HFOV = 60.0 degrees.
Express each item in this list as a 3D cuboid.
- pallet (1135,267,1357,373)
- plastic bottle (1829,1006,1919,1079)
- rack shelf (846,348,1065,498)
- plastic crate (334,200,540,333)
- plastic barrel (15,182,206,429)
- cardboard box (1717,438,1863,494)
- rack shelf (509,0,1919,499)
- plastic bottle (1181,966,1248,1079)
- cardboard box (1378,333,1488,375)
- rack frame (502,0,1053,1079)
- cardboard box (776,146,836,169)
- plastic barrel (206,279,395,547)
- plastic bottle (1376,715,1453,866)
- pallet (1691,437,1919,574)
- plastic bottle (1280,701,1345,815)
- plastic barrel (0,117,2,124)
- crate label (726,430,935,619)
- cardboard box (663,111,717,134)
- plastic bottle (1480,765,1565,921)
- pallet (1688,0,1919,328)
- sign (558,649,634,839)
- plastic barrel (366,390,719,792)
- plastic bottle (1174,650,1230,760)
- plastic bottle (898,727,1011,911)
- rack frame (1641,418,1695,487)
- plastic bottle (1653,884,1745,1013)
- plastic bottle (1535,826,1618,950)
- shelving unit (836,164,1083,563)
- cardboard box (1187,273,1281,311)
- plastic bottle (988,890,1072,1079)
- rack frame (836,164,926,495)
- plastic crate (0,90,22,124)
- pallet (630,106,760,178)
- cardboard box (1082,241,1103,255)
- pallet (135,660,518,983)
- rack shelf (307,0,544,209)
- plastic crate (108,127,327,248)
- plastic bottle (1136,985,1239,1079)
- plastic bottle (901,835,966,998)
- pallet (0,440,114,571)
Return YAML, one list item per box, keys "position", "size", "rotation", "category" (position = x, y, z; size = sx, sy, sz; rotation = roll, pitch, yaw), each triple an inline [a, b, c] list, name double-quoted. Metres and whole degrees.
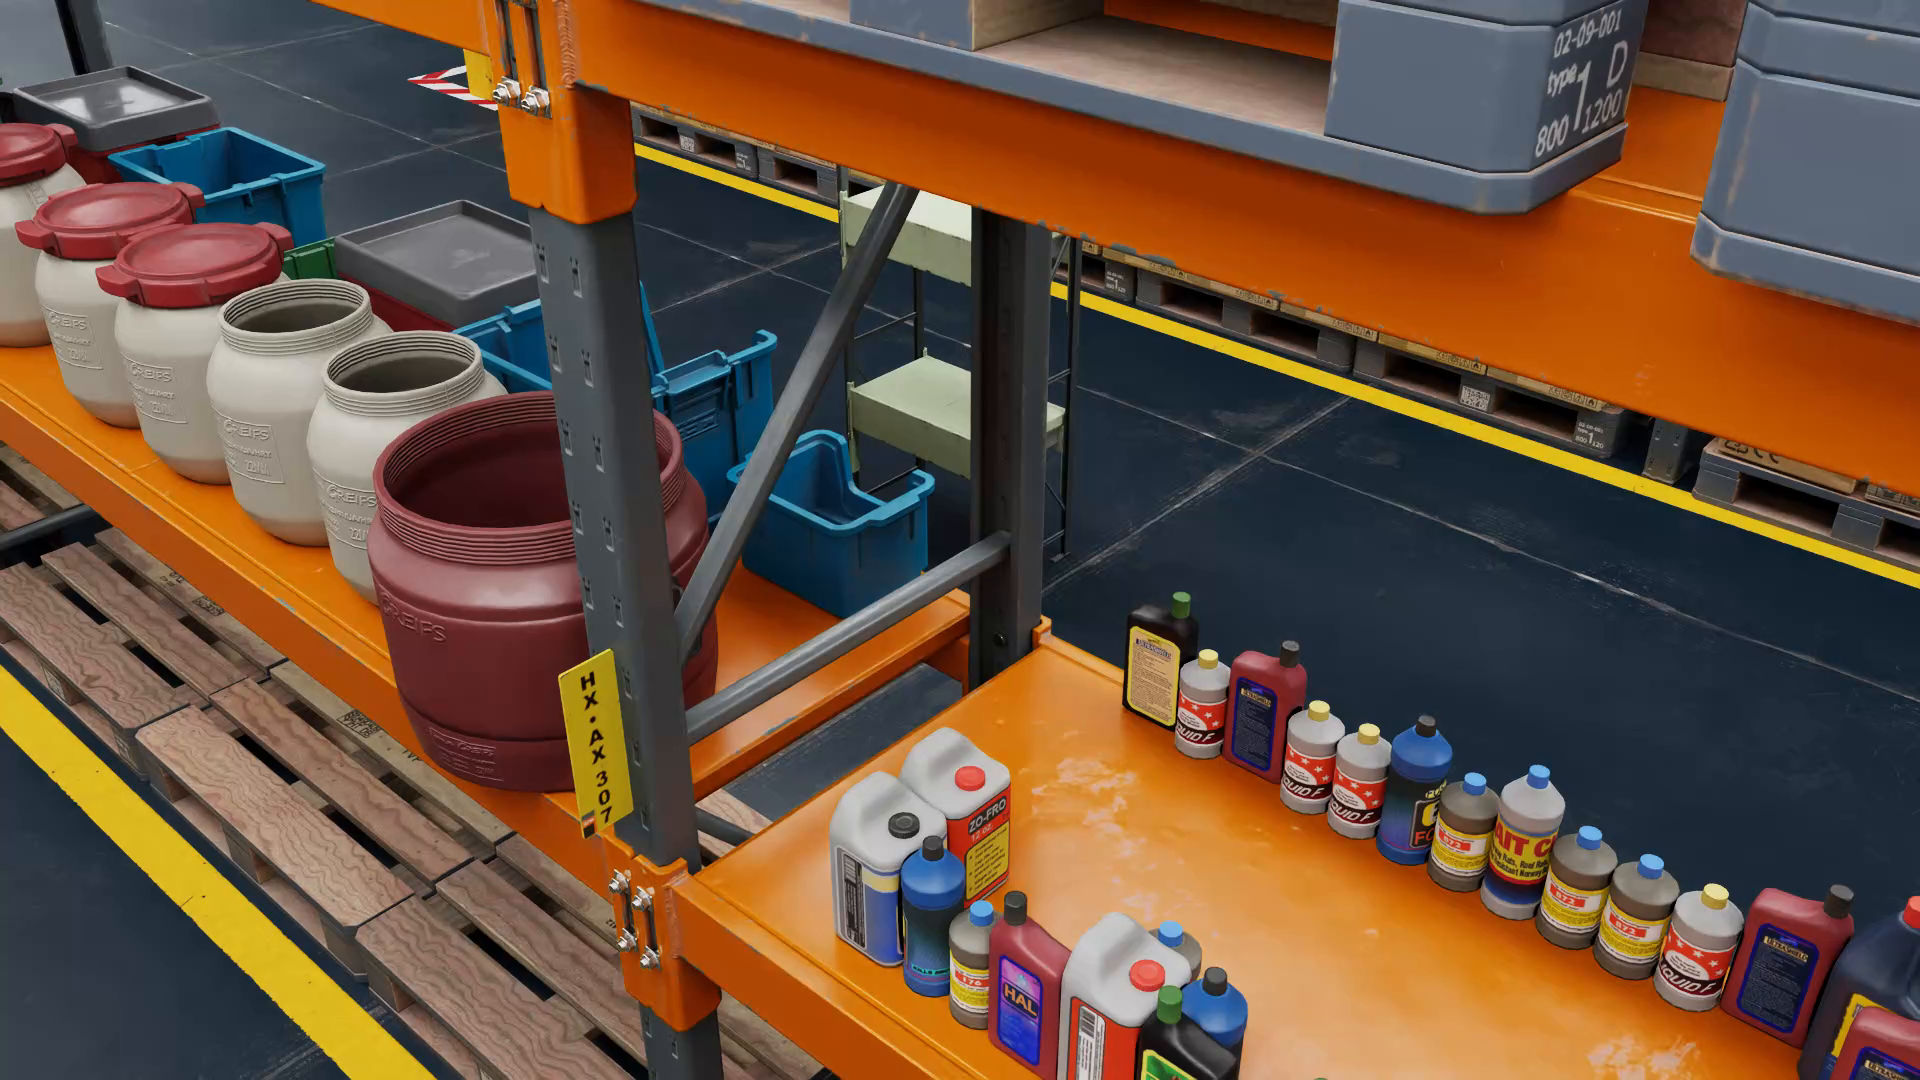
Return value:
- position: [1.630, -1.236, 8.099]
  size: [1.213, 0.211, 1.003]
  rotation: [25, 39, 35]
  category: "pallet"
- position: [1.262, 0.726, 2.249]
  size: [0.133, 0.283, 0.061]
  rotation: [25, 39, 35]
  category: "plastic bottle"
- position: [-0.005, -0.366, 6.035]
  size: [0.720, 0.370, 0.431]
  rotation: [25, 39, 35]
  category: "rack shelf"
- position: [-1.204, -0.519, 4.142]
  size: [0.583, 0.464, 0.402]
  rotation: [25, 39, 35]
  category: "plastic crate"
- position: [-2.071, -0.589, 4.189]
  size: [0.433, 0.535, 0.433]
  rotation: [0, 31, 0]
  category: "plastic barrel"
- position: [3.261, -0.559, 6.268]
  size: [0.500, 0.500, 0.500]
  rotation: [27, 40, 37]
  category: "cardboard box"
- position: [1.271, -0.100, 1.298]
  size: [4.000, 0.370, 1.077]
  rotation: [25, 39, 35]
  category: "rack shelf"
- position: [0.344, 0.700, 2.303]
  size: [0.097, 0.271, 0.097]
  rotation: [0, 31, 0]
  category: "plastic bottle"
- position: [2.177, -0.976, 7.222]
  size: [0.500, 0.250, 0.500]
  rotation: [25, 39, 35]
  category: "cardboard box"
- position: [-0.212, 0.184, 3.036]
  size: [0.127, 3.000, 1.000]
  rotation: [25, 39, 35]
  category: "rack frame"
- position: [-0.705, -2.349, 9.502]
  size: [0.500, 0.250, 0.500]
  rotation: [25, 39, 35]
  category: "cardboard box"
- position: [-1.430, -0.284, 3.705]
  size: [0.421, 0.512, 0.421]
  rotation: [0, 31, 0]
  category: "plastic barrel"
- position: [0.763, 0.410, 2.785]
  size: [0.097, 0.271, 0.097]
  rotation: [0, 31, 0]
  category: "plastic bottle"
- position: [3.643, -0.241, 6.446]
  size: [1.213, 0.211, 1.003]
  rotation: [25, 39, 35]
  category: "pallet"
- position: [0.619, 0.373, 2.915]
  size: [0.097, 0.201, 0.097]
  rotation: [0, 31, 0]
  category: "plastic bottle"
- position: [-3.094, -1.165, 4.791]
  size: [0.708, 0.901, 0.600]
  rotation: [25, 39, 35]
  category: "plastic barrel"
- position: [-0.273, -0.033, 3.559]
  size: [0.416, 0.233, 0.303]
  rotation: [25, 39, 35]
  category: "crate label"
- position: [-1.457, -2.689, 10.067]
  size: [0.500, 0.250, 0.500]
  rotation: [25, 39, 35]
  category: "cardboard box"
- position: [0.908, 0.478, 2.673]
  size: [0.097, 0.271, 0.097]
  rotation: [0, 31, 0]
  category: "plastic bottle"
- position: [1.264, -0.261, 1.050]
  size: [1.213, 0.211, 1.003]
  rotation: [25, 39, 35]
  category: "pallet"
- position: [-0.576, 0.327, 2.640]
  size: [0.005, 0.325, 0.100]
  rotation: [25, 39, 35]
  category: "sign"
- position: [-0.759, 0.081, 3.075]
  size: [0.708, 0.536, 0.600]
  rotation: [25, 39, 35]
  category: "plastic barrel"
- position: [0.448, 0.293, 3.047]
  size: [0.097, 0.201, 0.097]
  rotation: [0, 31, 0]
  category: "plastic bottle"
- position: [-0.006, 0.453, 2.710]
  size: [0.135, 0.276, 0.152]
  rotation: [25, 39, 35]
  category: "plastic bottle"
- position: [3.115, -1.709, 6.180]
  size: [0.127, 3.000, 1.000]
  rotation: [25, 39, 35]
  category: "rack frame"
- position: [1.124, 0.609, 2.523]
  size: [0.097, 0.201, 0.097]
  rotation: [0, 31, 0]
  category: "plastic bottle"
- position: [0.980, 0.541, 2.635]
  size: [0.097, 0.201, 0.097]
  rotation: [0, 31, 0]
  category: "plastic bottle"
- position: [-0.005, -0.645, 5.867]
  size: [0.755, 1.500, 0.431]
  rotation: [25, 39, 35]
  category: "shelving unit"
- position: [1.423, -1.329, 7.807]
  size: [0.500, 0.250, 0.500]
  rotation: [26, 40, 36]
  category: "cardboard box"
- position: [0.105, 0.639, 2.394]
  size: [0.133, 0.283, 0.061]
  rotation: [25, 39, 35]
  category: "plastic bottle"
- position: [-0.276, -0.772, 6.077]
  size: [0.023, 1.500, 0.400]
  rotation: [25, 39, 35]
  category: "rack frame"
- position: [-3.480, -1.403, 5.733]
  size: [0.504, 0.338, 0.767]
  rotation: [25, 39, 35]
  category: "plastic crate"
- position: [-1.321, -2.612, 10.384]
  size: [1.213, 0.211, 1.003]
  rotation: [25, 39, 35]
  category: "pallet"
- position: [0.660, -1.683, 8.396]
  size: [0.500, 0.250, 0.500]
  rotation: [26, 40, 36]
  category: "cardboard box"
- position: [-1.660, 0.674, 4.926]
  size: [1.213, 0.211, 1.003]
  rotation: [25, 39, 35]
  category: "pallet"
- position: [-1.695, -1.485, 3.597]
  size: [4.000, 0.370, 1.077]
  rotation: [25, 39, 35]
  category: "rack shelf"
- position: [-2.151, -0.930, 4.903]
  size: [0.575, 0.384, 0.392]
  rotation: [25, 39, 35]
  category: "plastic crate"
- position: [0.304, 0.732, 2.240]
  size: [0.133, 0.283, 0.061]
  rotation: [25, 39, 35]
  category: "plastic bottle"
- position: [-0.040, 0.563, 2.531]
  size: [0.097, 0.271, 0.097]
  rotation: [0, 31, 0]
  category: "plastic bottle"
- position: [-3.647, -0.254, 6.467]
  size: [1.213, 0.211, 1.003]
  rotation: [25, 39, 35]
  category: "pallet"
